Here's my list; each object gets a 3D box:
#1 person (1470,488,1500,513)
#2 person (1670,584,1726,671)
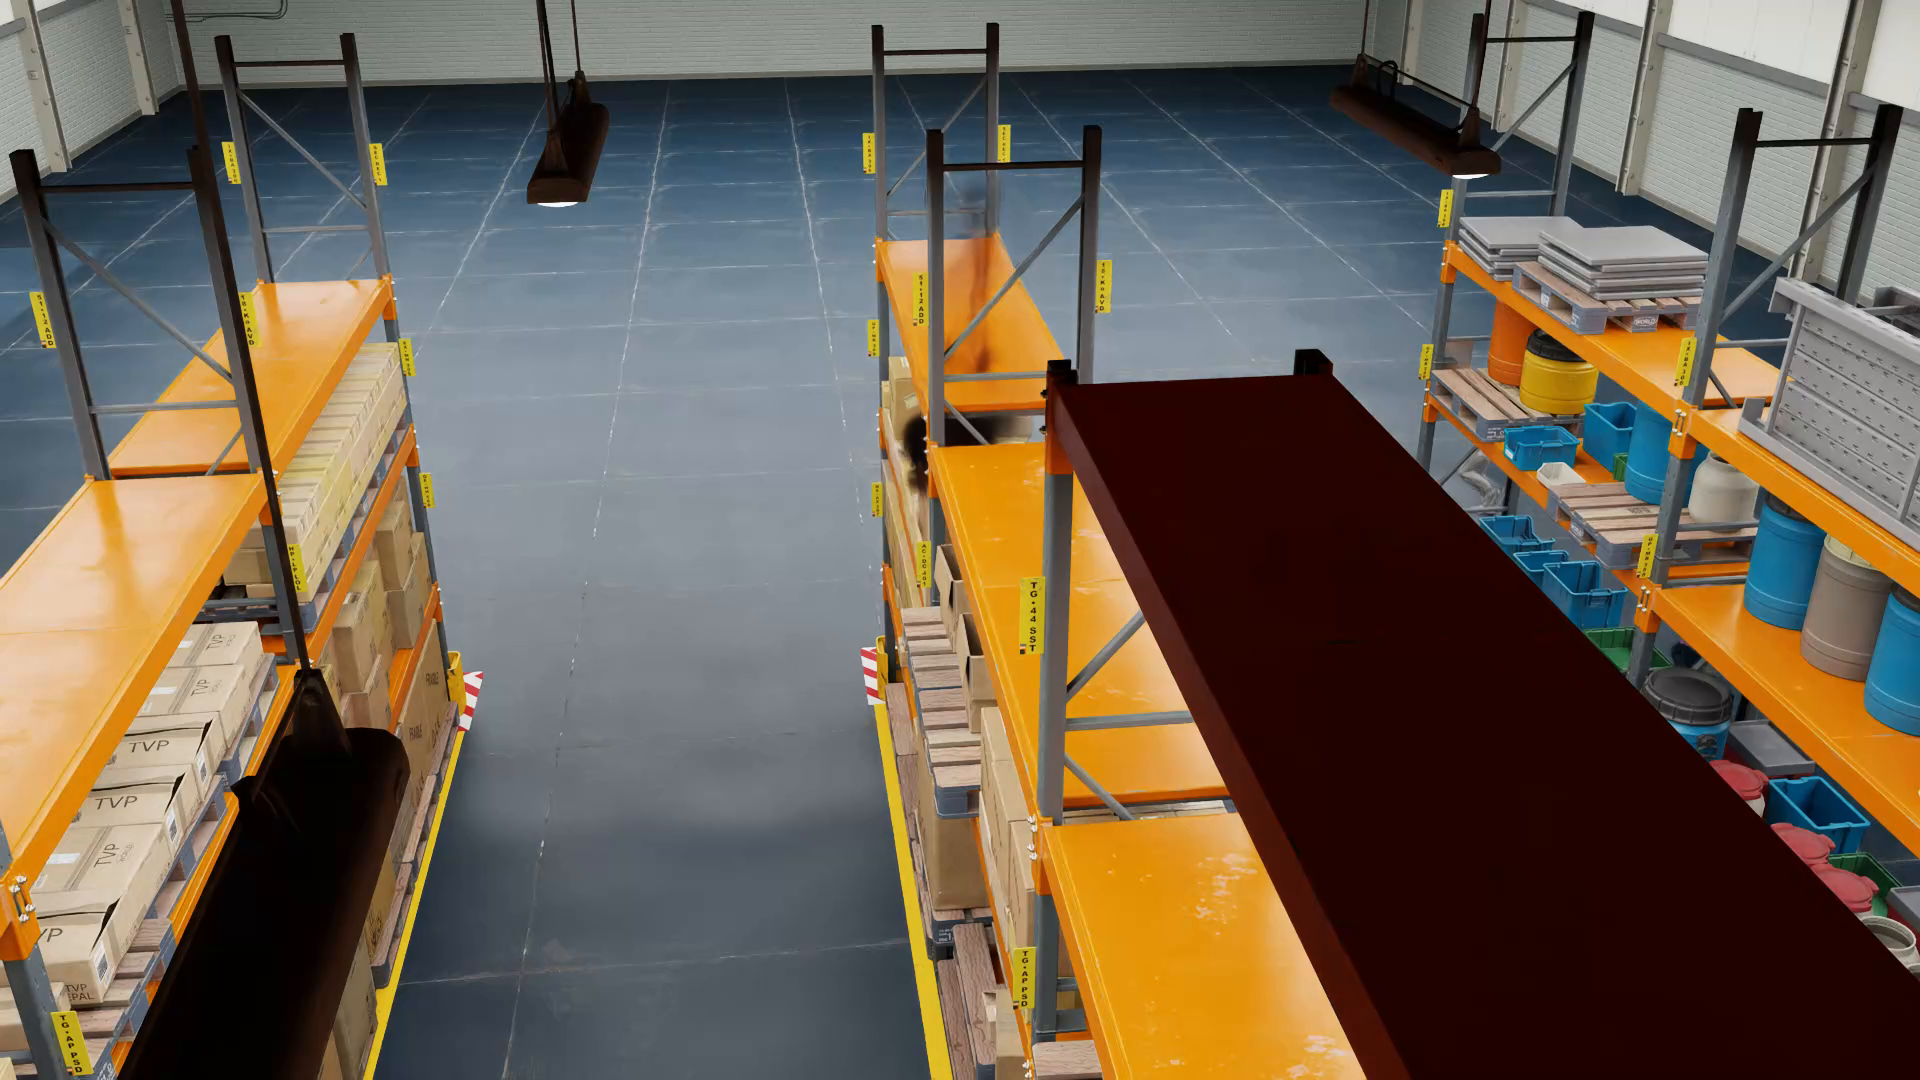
[{"bbox_3d":[5.503,-0.001,16.887,1.296,1.405,5.042,11,27,21],"label":"person"},{"bbox_3d":[-0.792,3.029,7.869,19.130,3.412,9.865,-8,27,-17],"label":"person"}]
